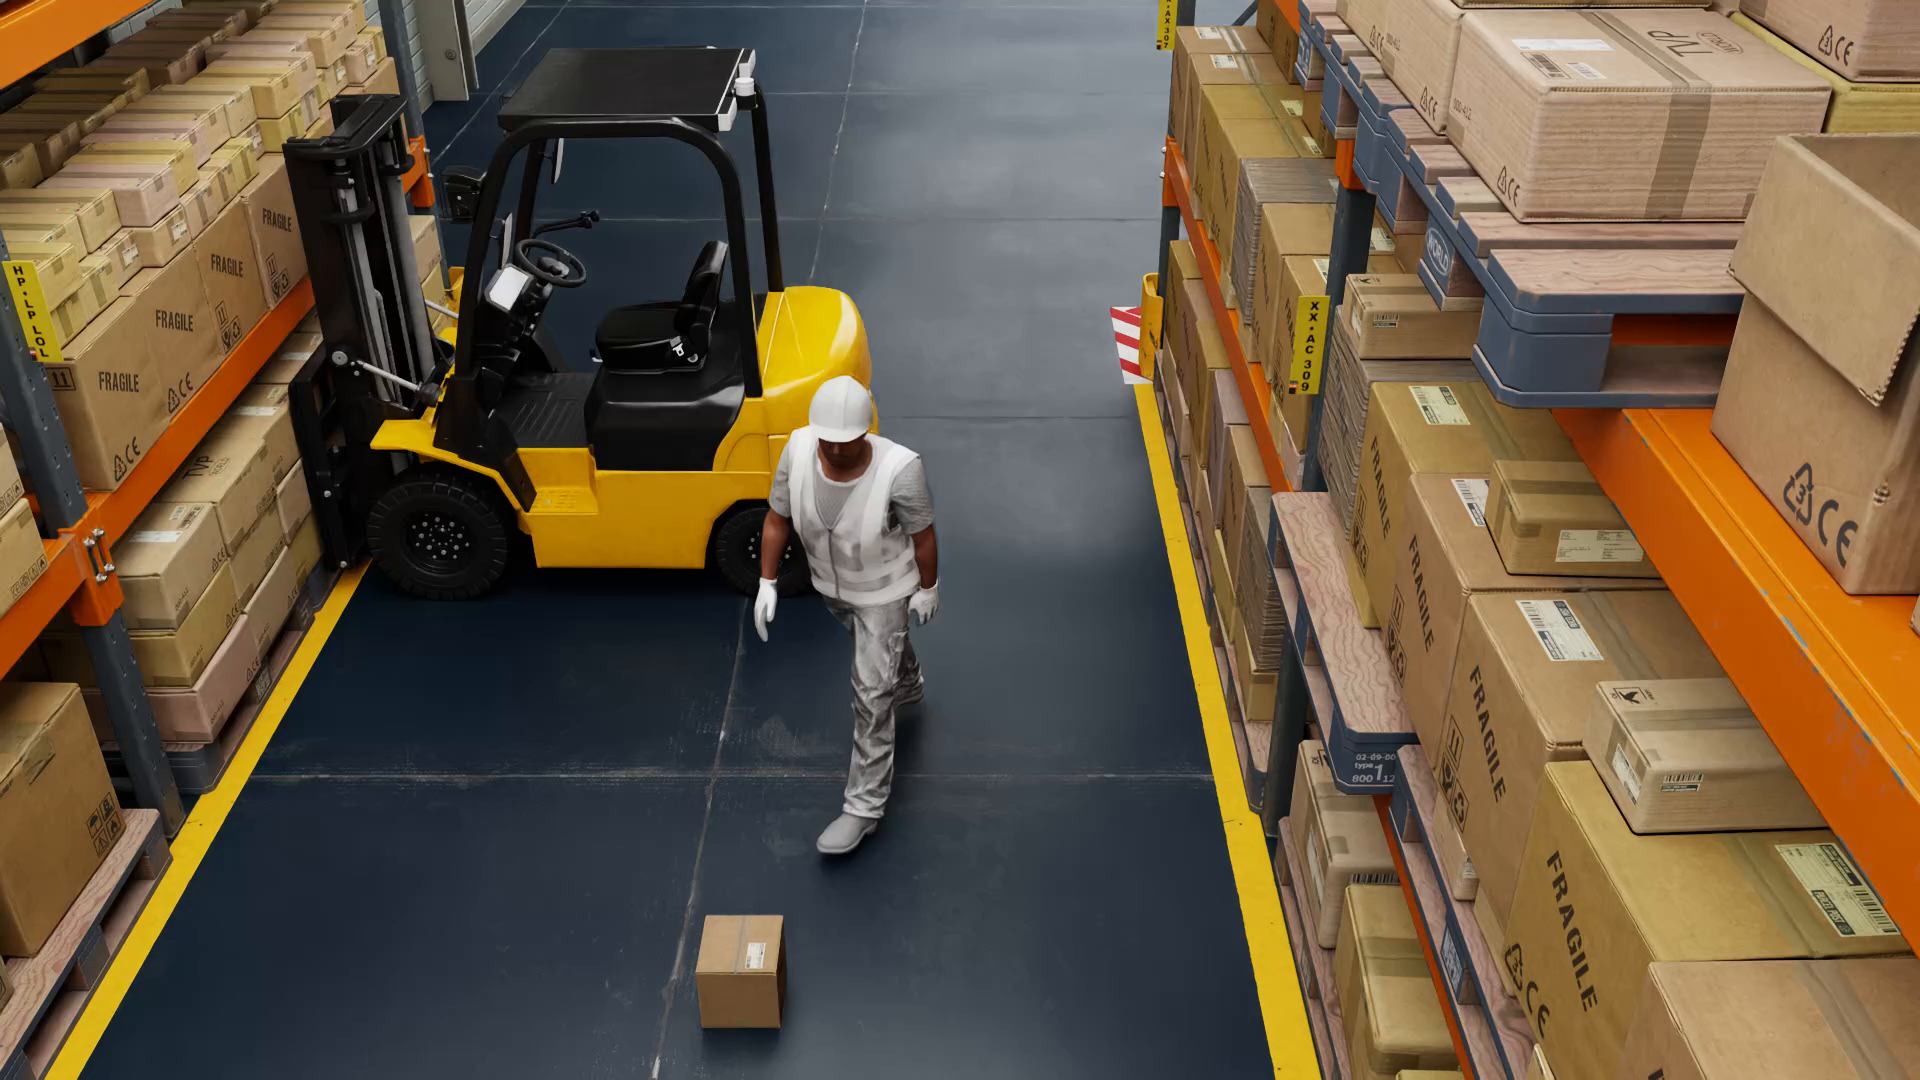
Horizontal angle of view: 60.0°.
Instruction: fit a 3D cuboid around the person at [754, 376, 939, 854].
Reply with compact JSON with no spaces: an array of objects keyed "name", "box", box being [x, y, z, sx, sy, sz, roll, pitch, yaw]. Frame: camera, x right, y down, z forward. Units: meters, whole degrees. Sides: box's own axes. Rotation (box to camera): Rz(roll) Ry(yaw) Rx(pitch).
[{"name":"person","box":[-0.364,0.154,5.891,0.556,1.720,1.003,21,37,30]}]
